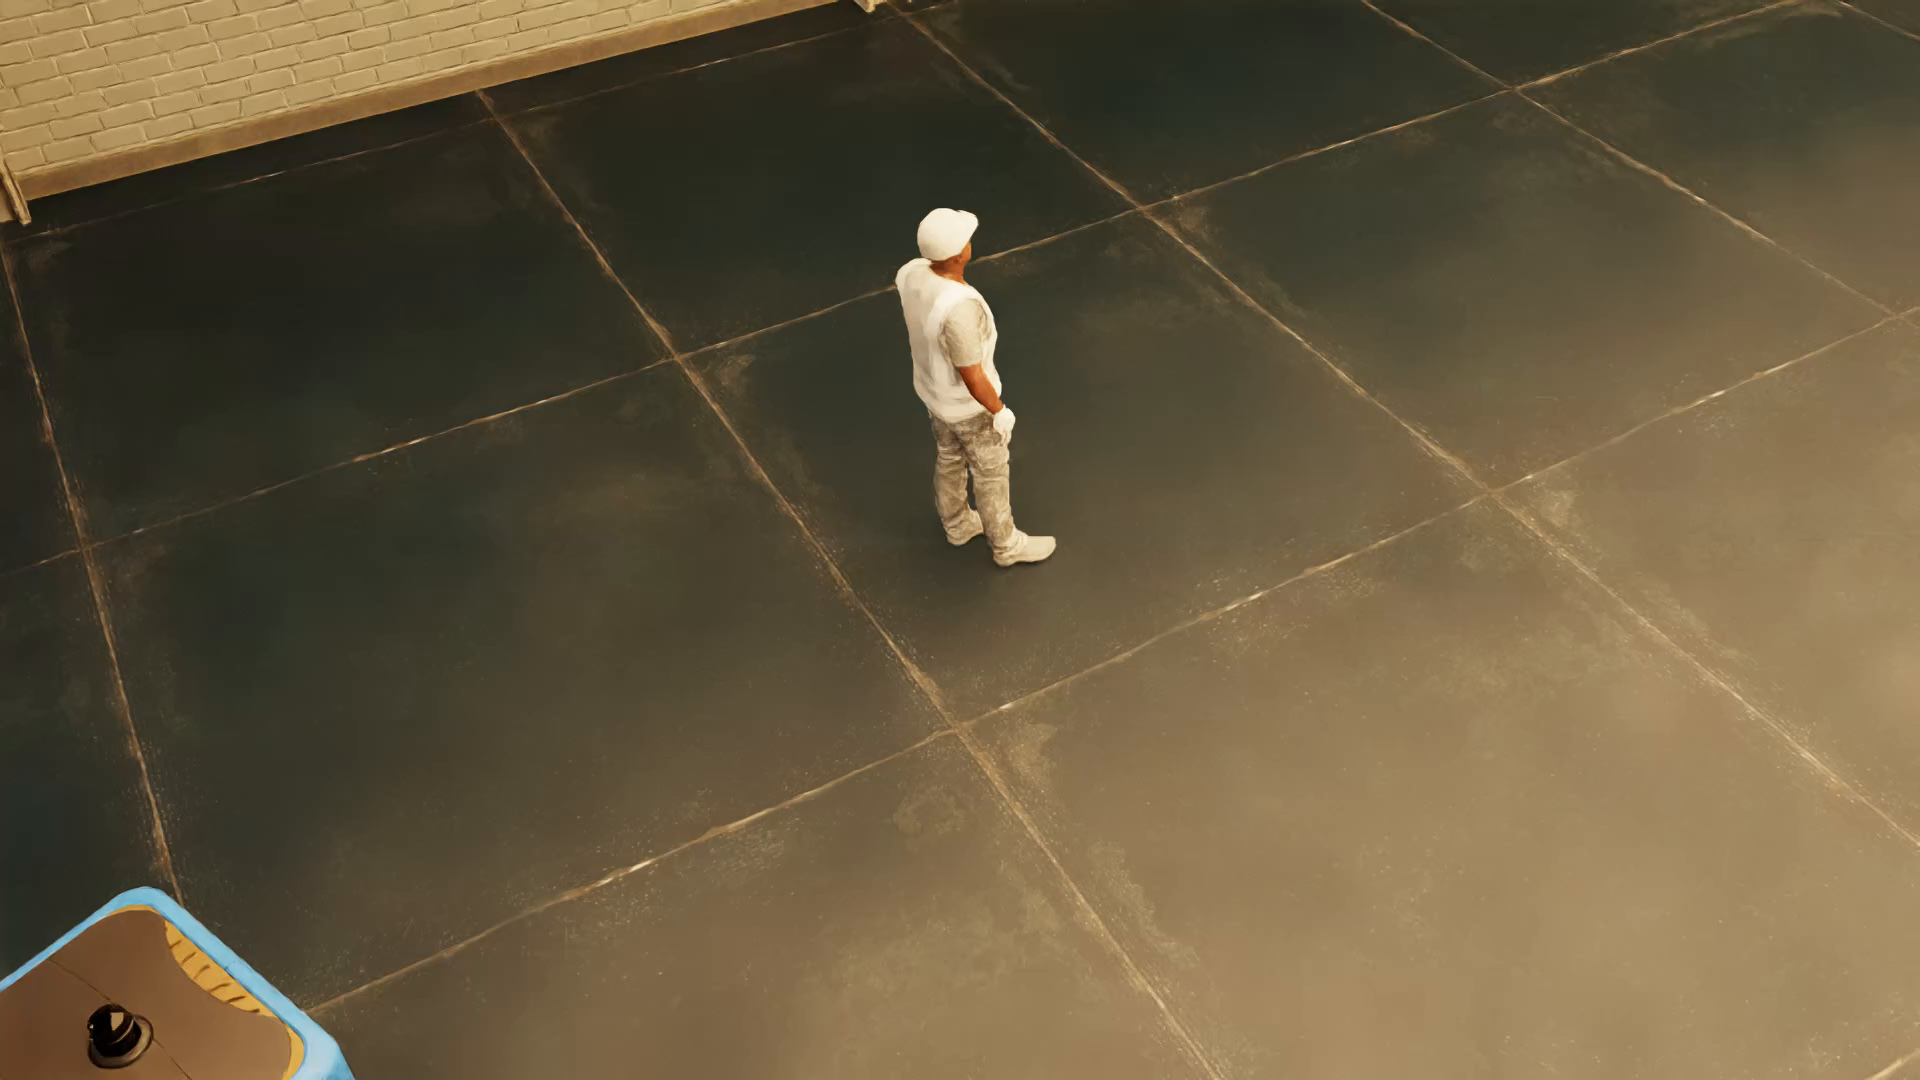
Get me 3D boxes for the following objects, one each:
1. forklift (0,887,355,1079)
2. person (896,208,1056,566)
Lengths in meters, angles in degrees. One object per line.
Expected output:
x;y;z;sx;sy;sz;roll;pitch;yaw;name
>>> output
-3.045;1.758;3.802;1.130;2.935;3.031;27;49;26;forklift
0.067;-0.678;7.264;0.576;1.782;0.655;-21;47;-21;person
